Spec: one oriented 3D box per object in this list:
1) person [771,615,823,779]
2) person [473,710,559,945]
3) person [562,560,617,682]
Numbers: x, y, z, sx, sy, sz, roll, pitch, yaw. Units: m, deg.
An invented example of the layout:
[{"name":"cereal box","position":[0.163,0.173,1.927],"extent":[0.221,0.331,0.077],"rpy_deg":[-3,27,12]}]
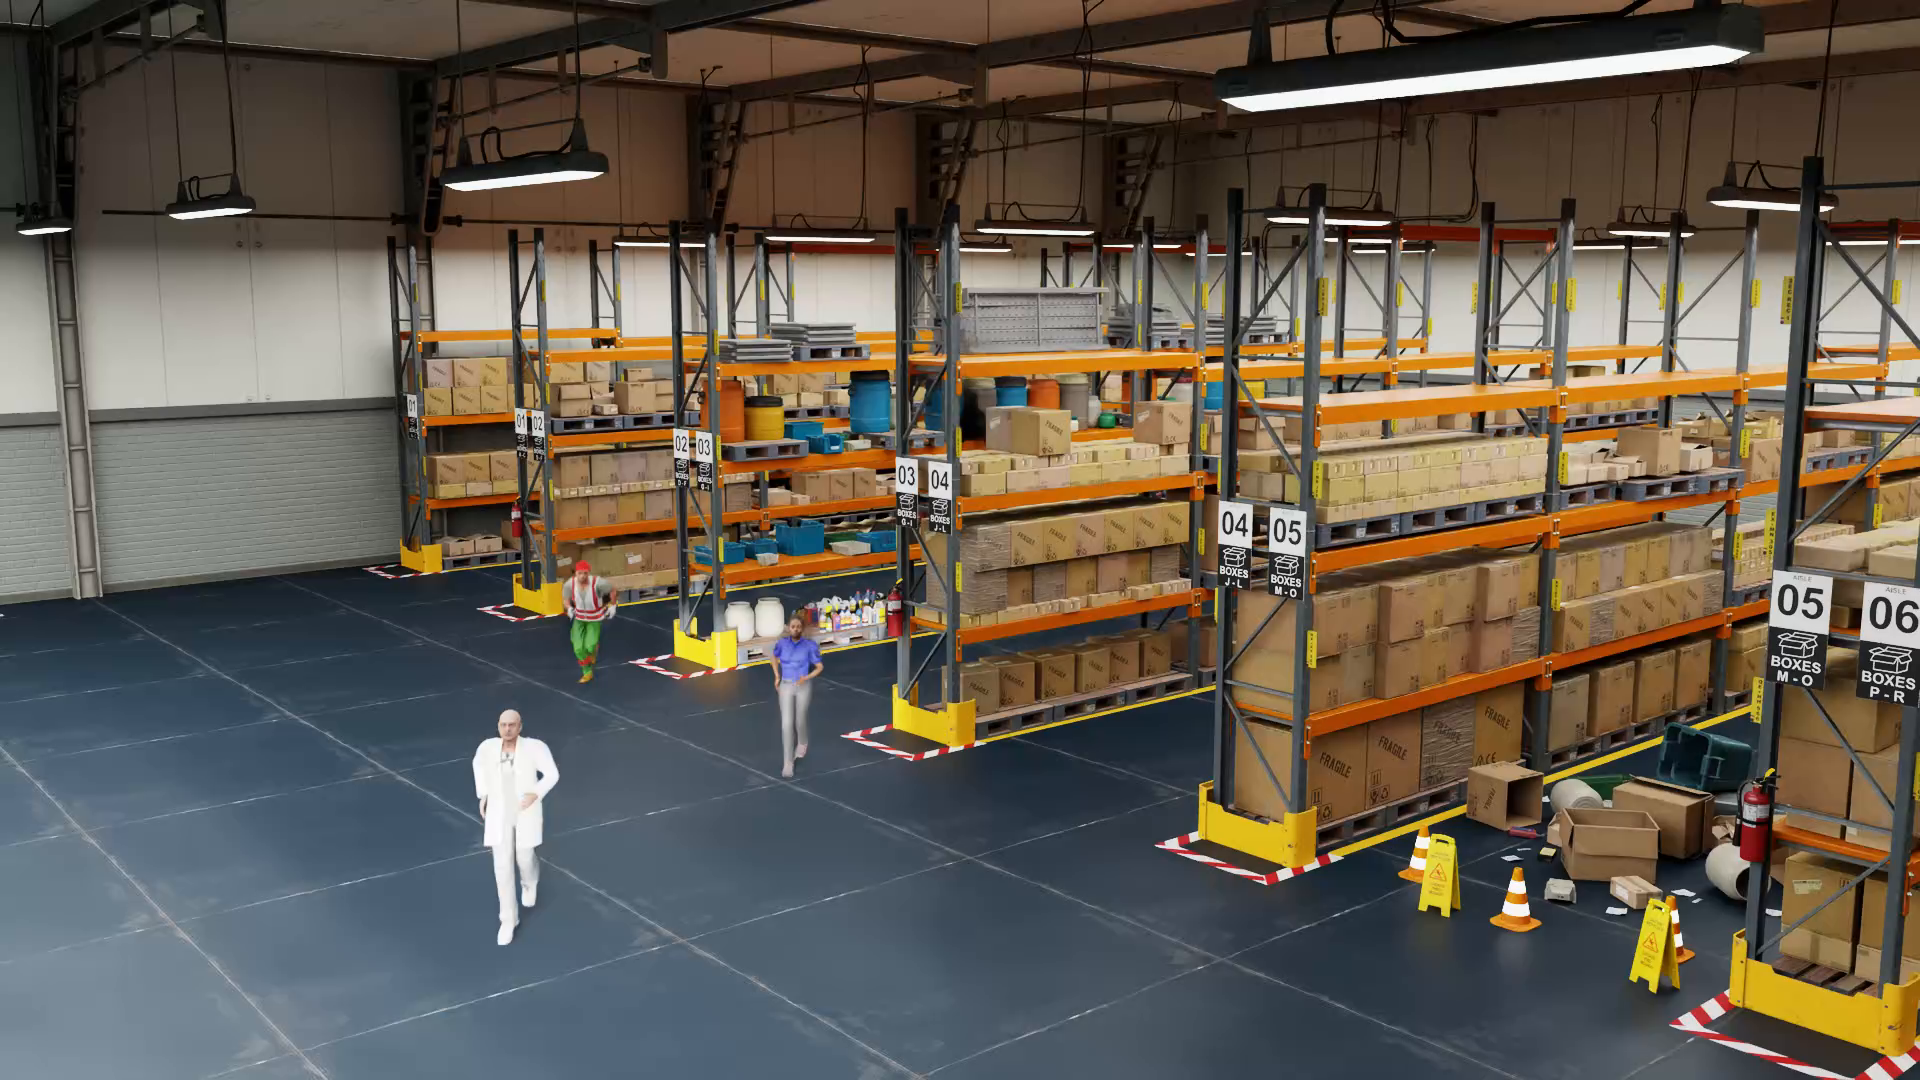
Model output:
[{"name":"person","position":[-1.747,1.630,17.808],"extent":[0.579,1.678,0.819],"rpy_deg":[0,9,1]},{"name":"person","position":[-3.591,2.238,13.457],"extent":[0.712,1.799,0.993],"rpy_deg":[-1,9,-7]},{"name":"person","position":[-4.807,1.048,21.617],"extent":[0.679,1.661,0.823],"rpy_deg":[0,9,0]}]
